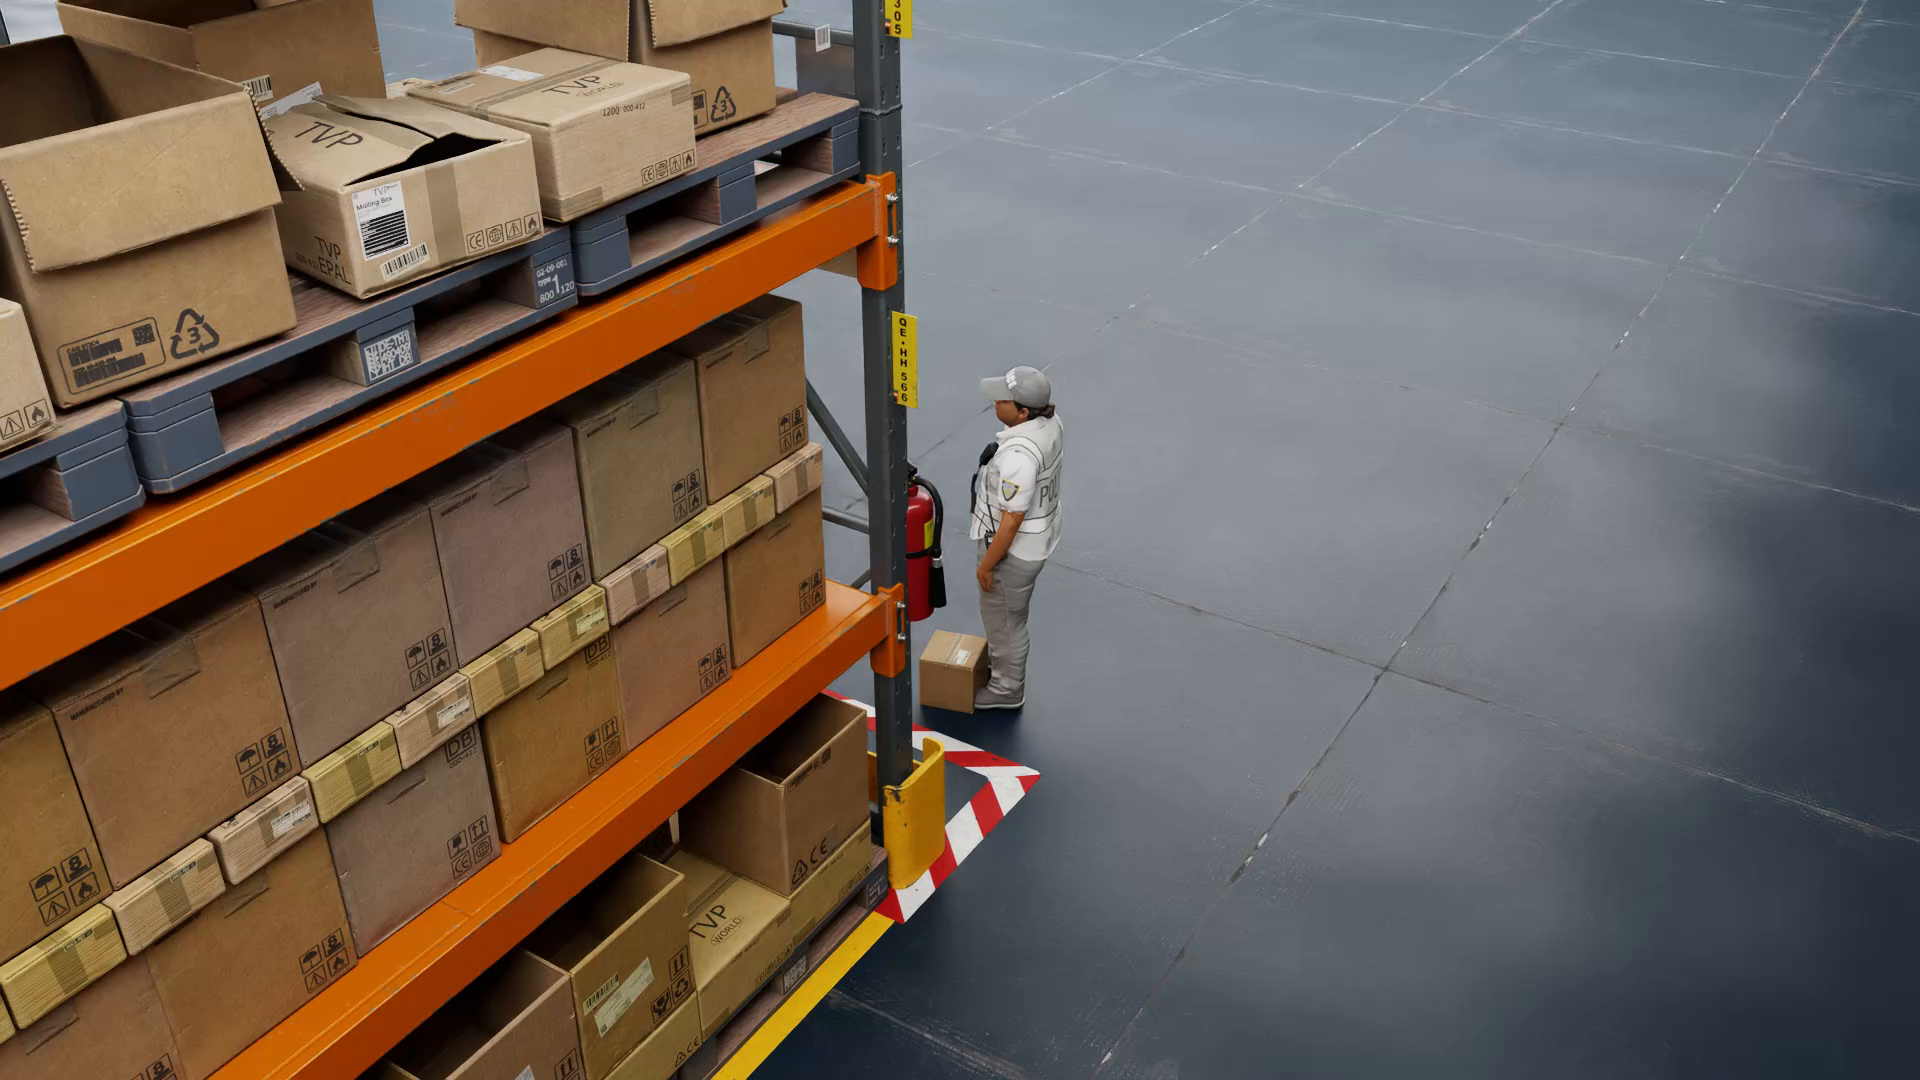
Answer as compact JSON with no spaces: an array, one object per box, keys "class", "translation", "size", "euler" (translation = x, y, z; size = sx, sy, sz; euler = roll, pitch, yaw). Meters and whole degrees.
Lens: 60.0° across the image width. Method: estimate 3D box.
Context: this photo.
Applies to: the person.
[{"class":"person","translation":[0.165,-0.013,7.129],"size":[0.529,1.670,0.599],"euler":[10,32,16]}]
